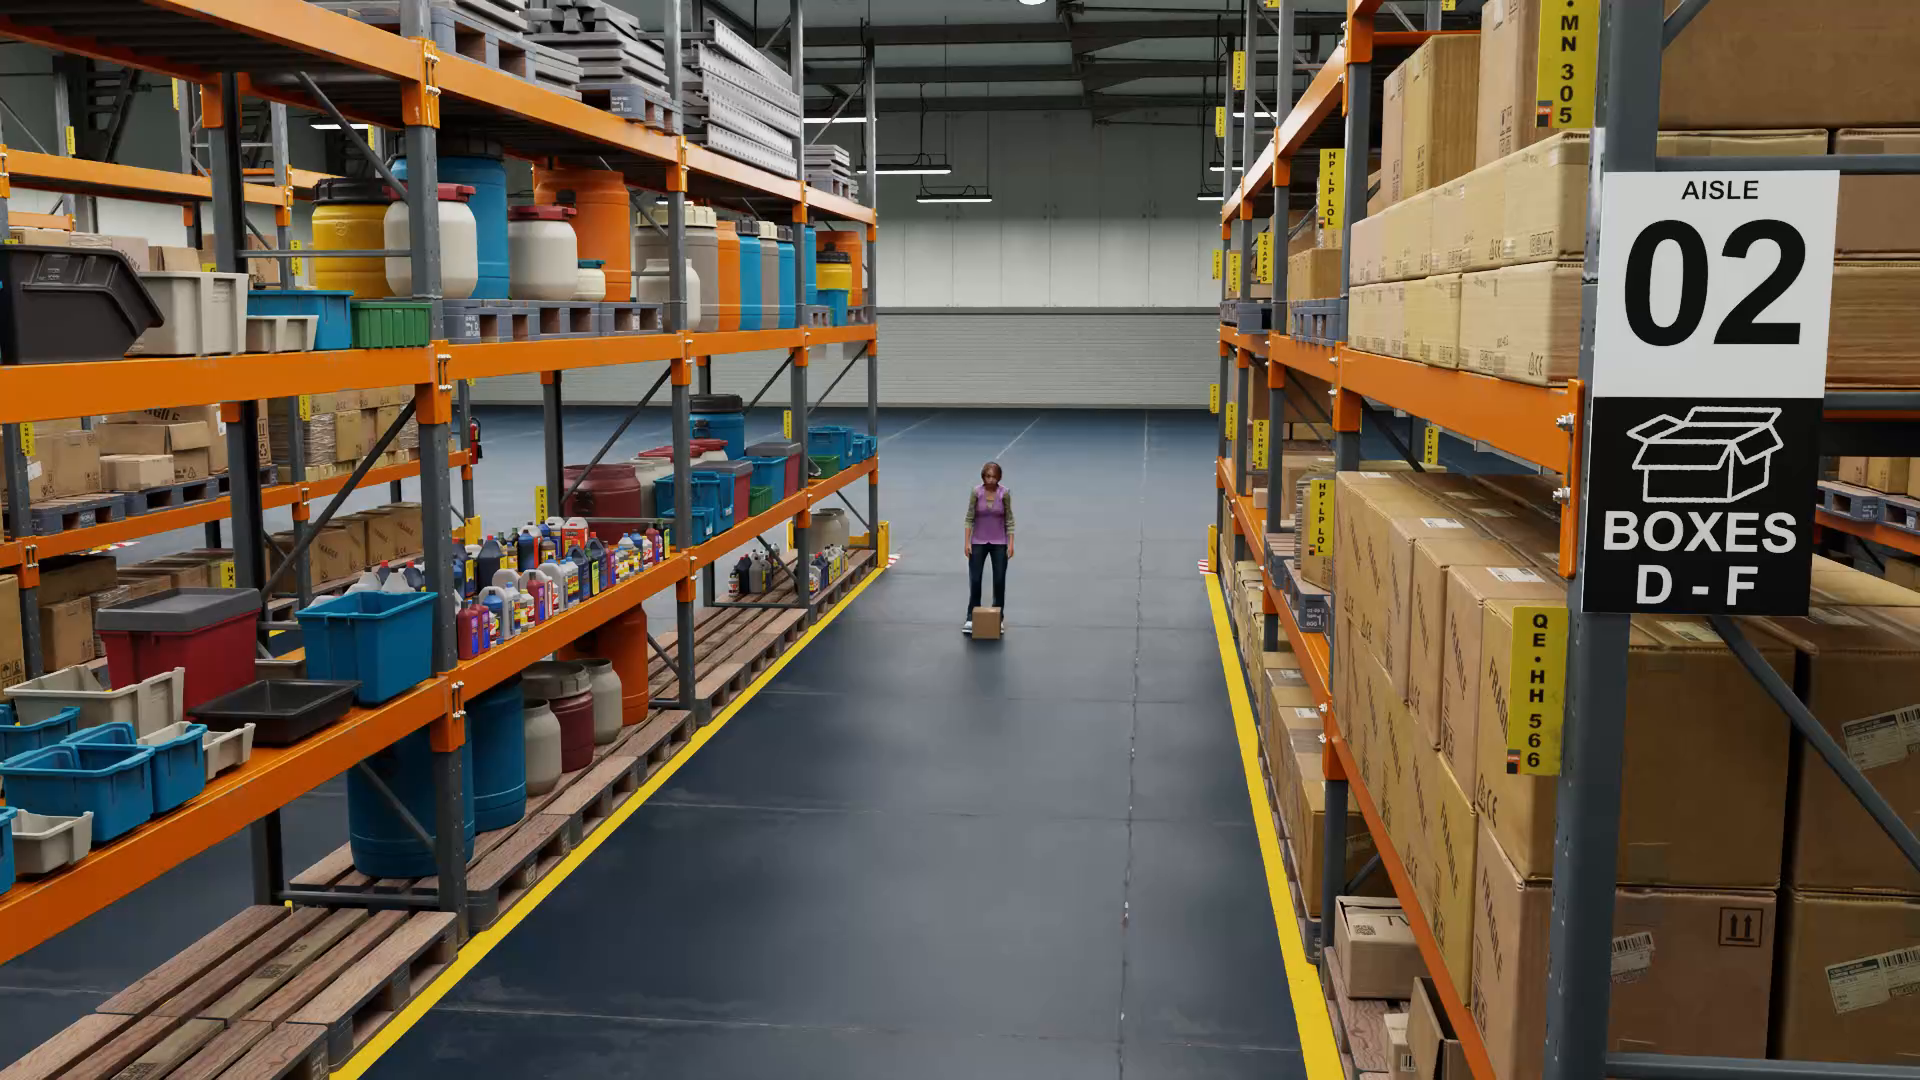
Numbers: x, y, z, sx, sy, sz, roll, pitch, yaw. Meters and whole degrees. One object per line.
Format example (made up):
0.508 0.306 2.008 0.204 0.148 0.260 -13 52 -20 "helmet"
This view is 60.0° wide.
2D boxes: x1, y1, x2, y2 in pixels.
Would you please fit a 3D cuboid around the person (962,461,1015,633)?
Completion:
0.266 0.063 15.391 0.482 1.592 0.347 0 8 3 "person"
